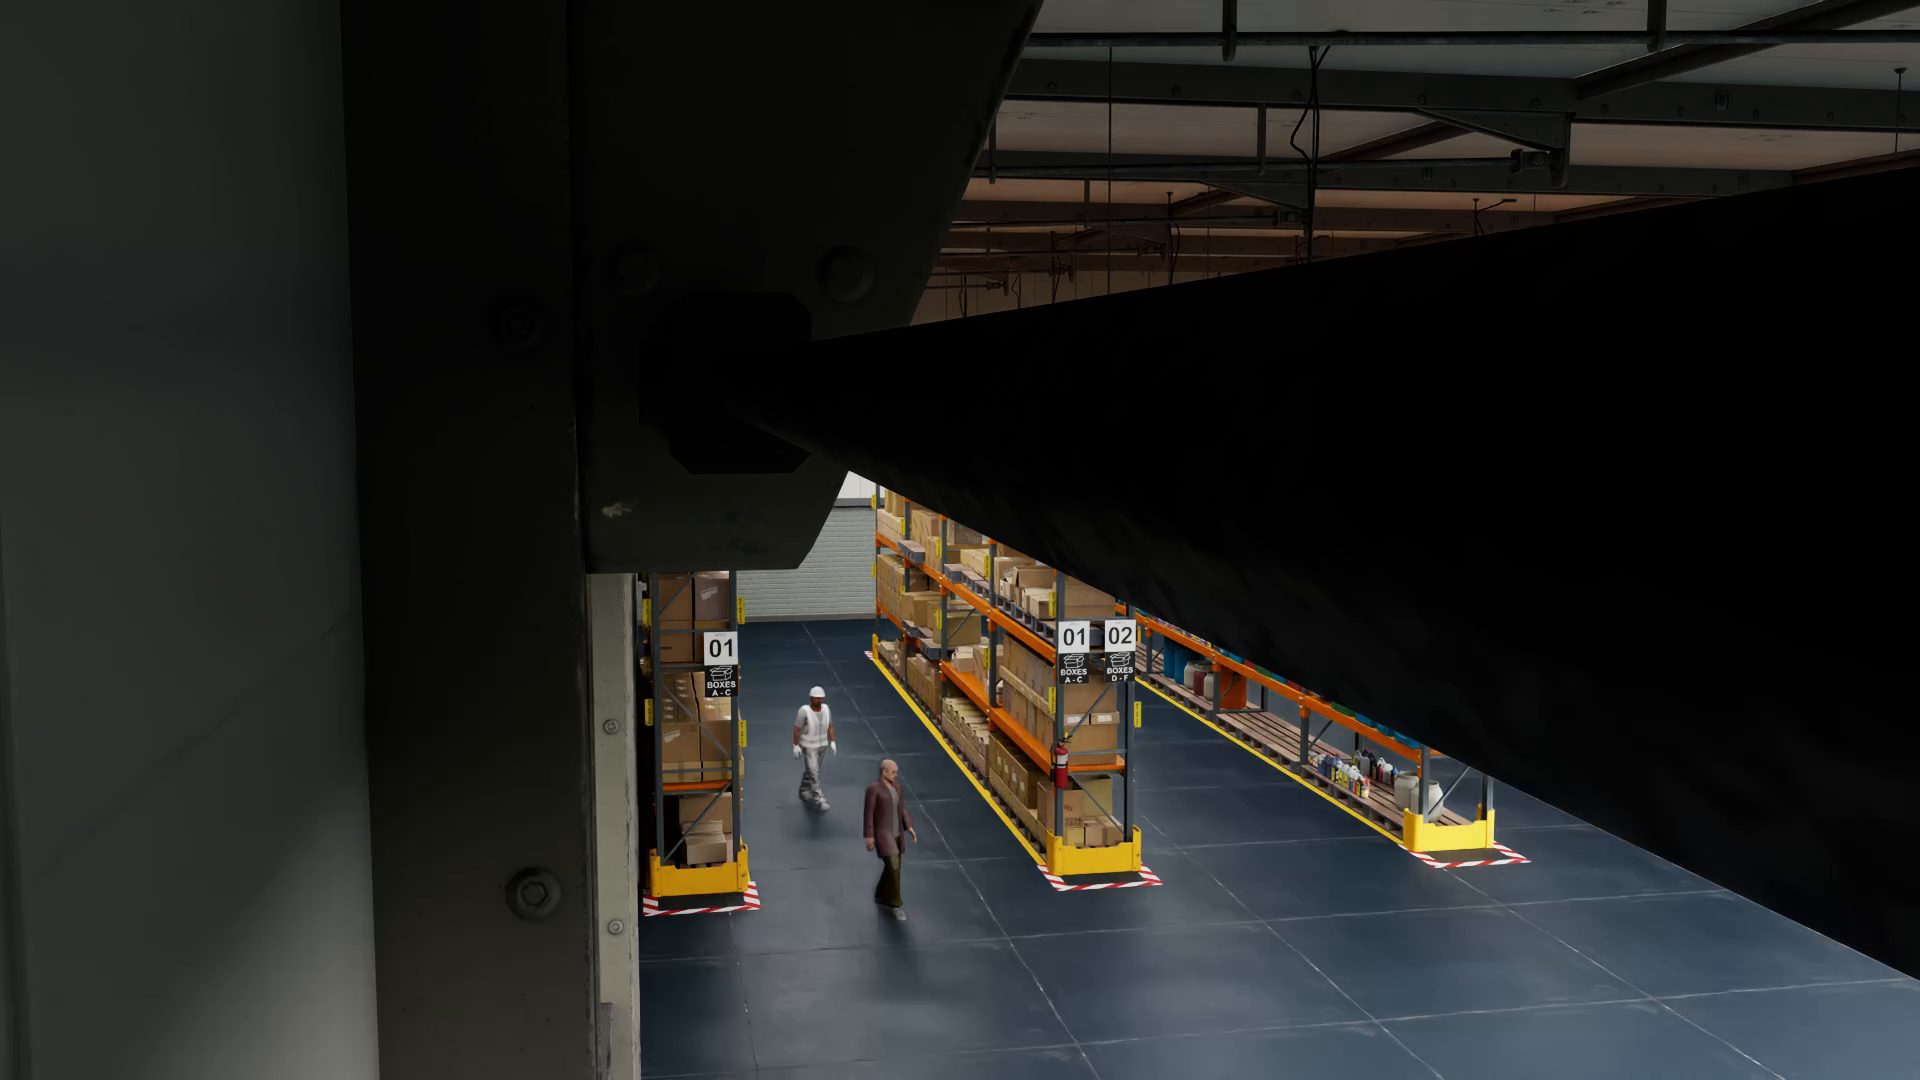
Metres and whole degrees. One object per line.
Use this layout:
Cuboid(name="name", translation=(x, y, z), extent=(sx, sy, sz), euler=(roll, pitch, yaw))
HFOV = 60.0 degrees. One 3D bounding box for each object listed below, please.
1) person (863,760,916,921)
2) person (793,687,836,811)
Cuboid(name="person", translation=(-0.786, 3.540, 19.388), extent=(0.647, 1.729, 0.611), euler=(4, 7, 35))
Cuboid(name="person", translation=(-2.060, 2.973, 24.039), extent=(0.574, 1.721, 1.031), euler=(-6, 8, -44))
